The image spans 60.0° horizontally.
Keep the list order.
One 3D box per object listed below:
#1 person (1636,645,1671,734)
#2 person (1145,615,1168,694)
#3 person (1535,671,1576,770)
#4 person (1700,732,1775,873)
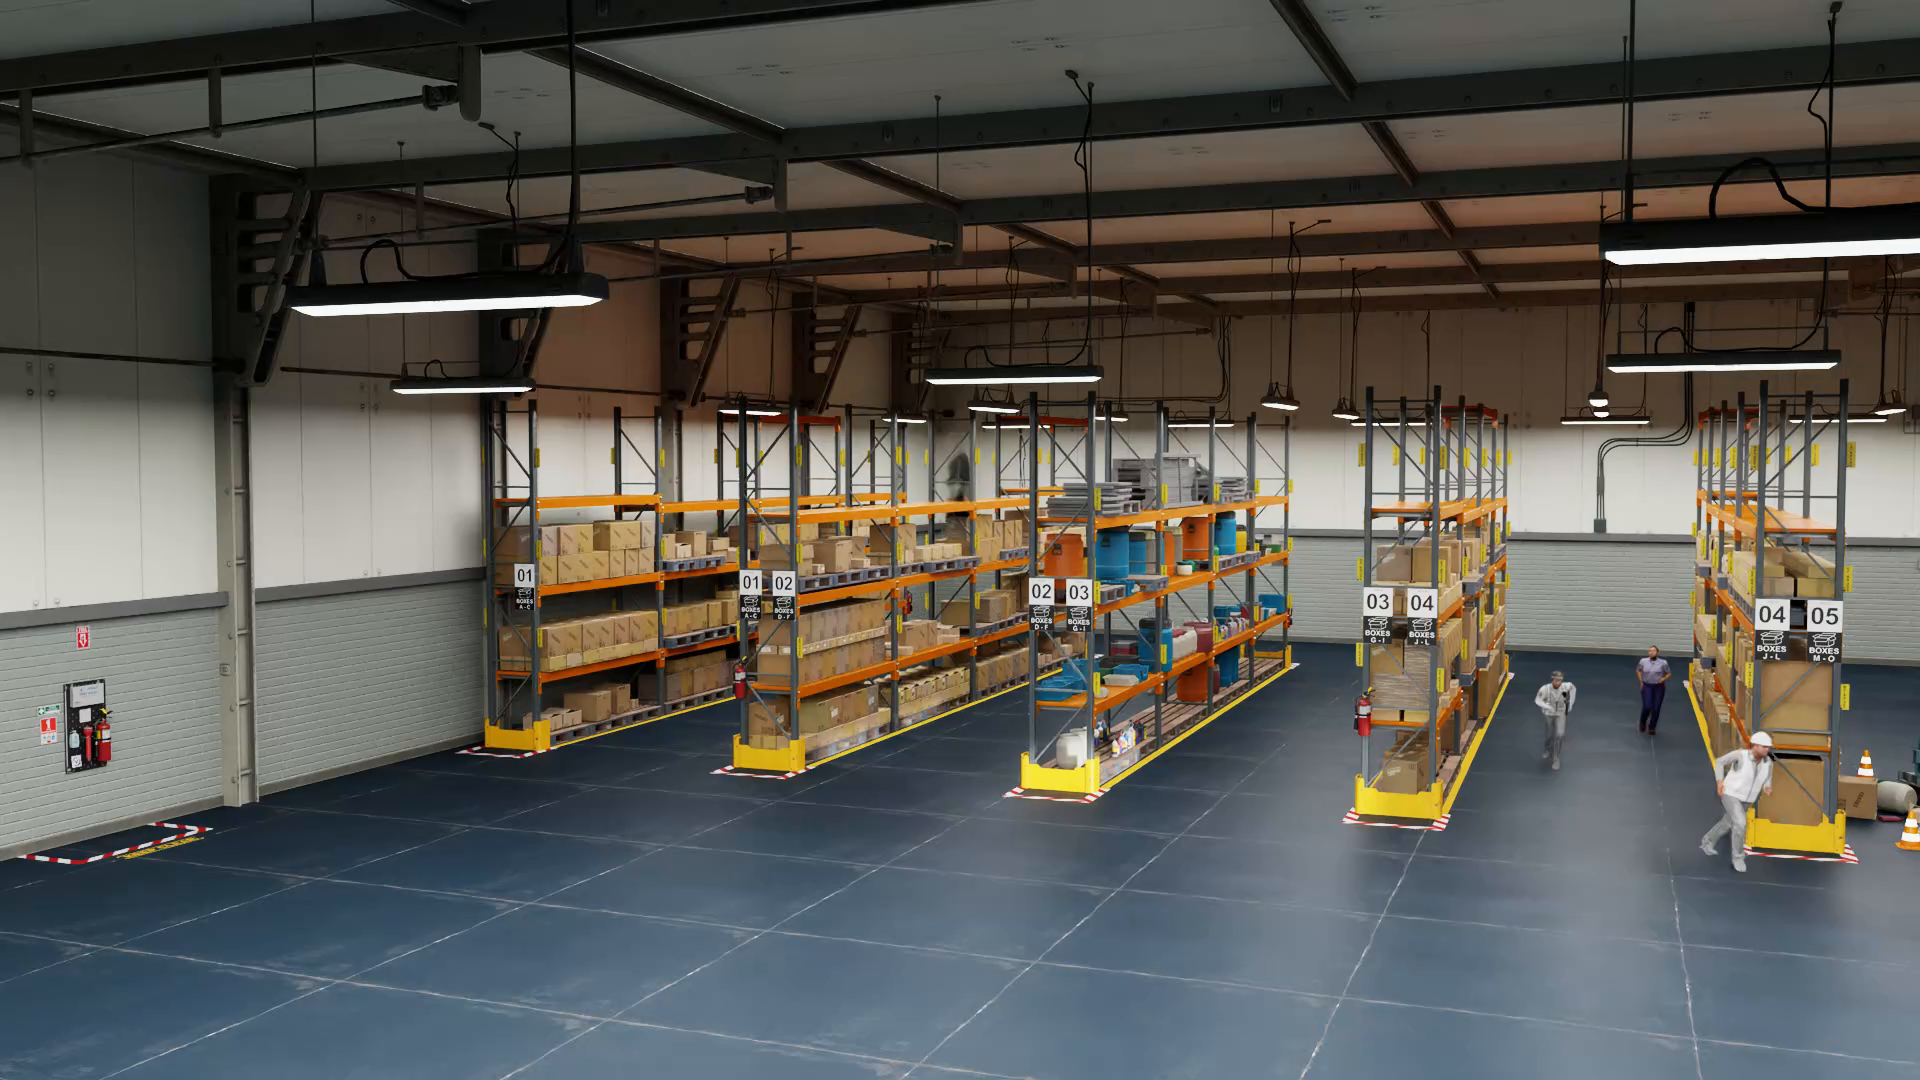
[{"bbox_3d":[12.519,2.711,30.020,0.586,1.613,0.576,1,3,21],"label":"person"},{"bbox_3d":[4.236,2.438,35.509,0.665,1.735,0.843,3,4,43],"label":"person"},{"bbox_3d":[9.667,2.903,27.066,0.655,1.624,0.955,0,3,10],"label":"person"},{"bbox_3d":[9.595,3.160,20.472,0.651,1.687,0.968,-1,3,-13],"label":"person"}]
